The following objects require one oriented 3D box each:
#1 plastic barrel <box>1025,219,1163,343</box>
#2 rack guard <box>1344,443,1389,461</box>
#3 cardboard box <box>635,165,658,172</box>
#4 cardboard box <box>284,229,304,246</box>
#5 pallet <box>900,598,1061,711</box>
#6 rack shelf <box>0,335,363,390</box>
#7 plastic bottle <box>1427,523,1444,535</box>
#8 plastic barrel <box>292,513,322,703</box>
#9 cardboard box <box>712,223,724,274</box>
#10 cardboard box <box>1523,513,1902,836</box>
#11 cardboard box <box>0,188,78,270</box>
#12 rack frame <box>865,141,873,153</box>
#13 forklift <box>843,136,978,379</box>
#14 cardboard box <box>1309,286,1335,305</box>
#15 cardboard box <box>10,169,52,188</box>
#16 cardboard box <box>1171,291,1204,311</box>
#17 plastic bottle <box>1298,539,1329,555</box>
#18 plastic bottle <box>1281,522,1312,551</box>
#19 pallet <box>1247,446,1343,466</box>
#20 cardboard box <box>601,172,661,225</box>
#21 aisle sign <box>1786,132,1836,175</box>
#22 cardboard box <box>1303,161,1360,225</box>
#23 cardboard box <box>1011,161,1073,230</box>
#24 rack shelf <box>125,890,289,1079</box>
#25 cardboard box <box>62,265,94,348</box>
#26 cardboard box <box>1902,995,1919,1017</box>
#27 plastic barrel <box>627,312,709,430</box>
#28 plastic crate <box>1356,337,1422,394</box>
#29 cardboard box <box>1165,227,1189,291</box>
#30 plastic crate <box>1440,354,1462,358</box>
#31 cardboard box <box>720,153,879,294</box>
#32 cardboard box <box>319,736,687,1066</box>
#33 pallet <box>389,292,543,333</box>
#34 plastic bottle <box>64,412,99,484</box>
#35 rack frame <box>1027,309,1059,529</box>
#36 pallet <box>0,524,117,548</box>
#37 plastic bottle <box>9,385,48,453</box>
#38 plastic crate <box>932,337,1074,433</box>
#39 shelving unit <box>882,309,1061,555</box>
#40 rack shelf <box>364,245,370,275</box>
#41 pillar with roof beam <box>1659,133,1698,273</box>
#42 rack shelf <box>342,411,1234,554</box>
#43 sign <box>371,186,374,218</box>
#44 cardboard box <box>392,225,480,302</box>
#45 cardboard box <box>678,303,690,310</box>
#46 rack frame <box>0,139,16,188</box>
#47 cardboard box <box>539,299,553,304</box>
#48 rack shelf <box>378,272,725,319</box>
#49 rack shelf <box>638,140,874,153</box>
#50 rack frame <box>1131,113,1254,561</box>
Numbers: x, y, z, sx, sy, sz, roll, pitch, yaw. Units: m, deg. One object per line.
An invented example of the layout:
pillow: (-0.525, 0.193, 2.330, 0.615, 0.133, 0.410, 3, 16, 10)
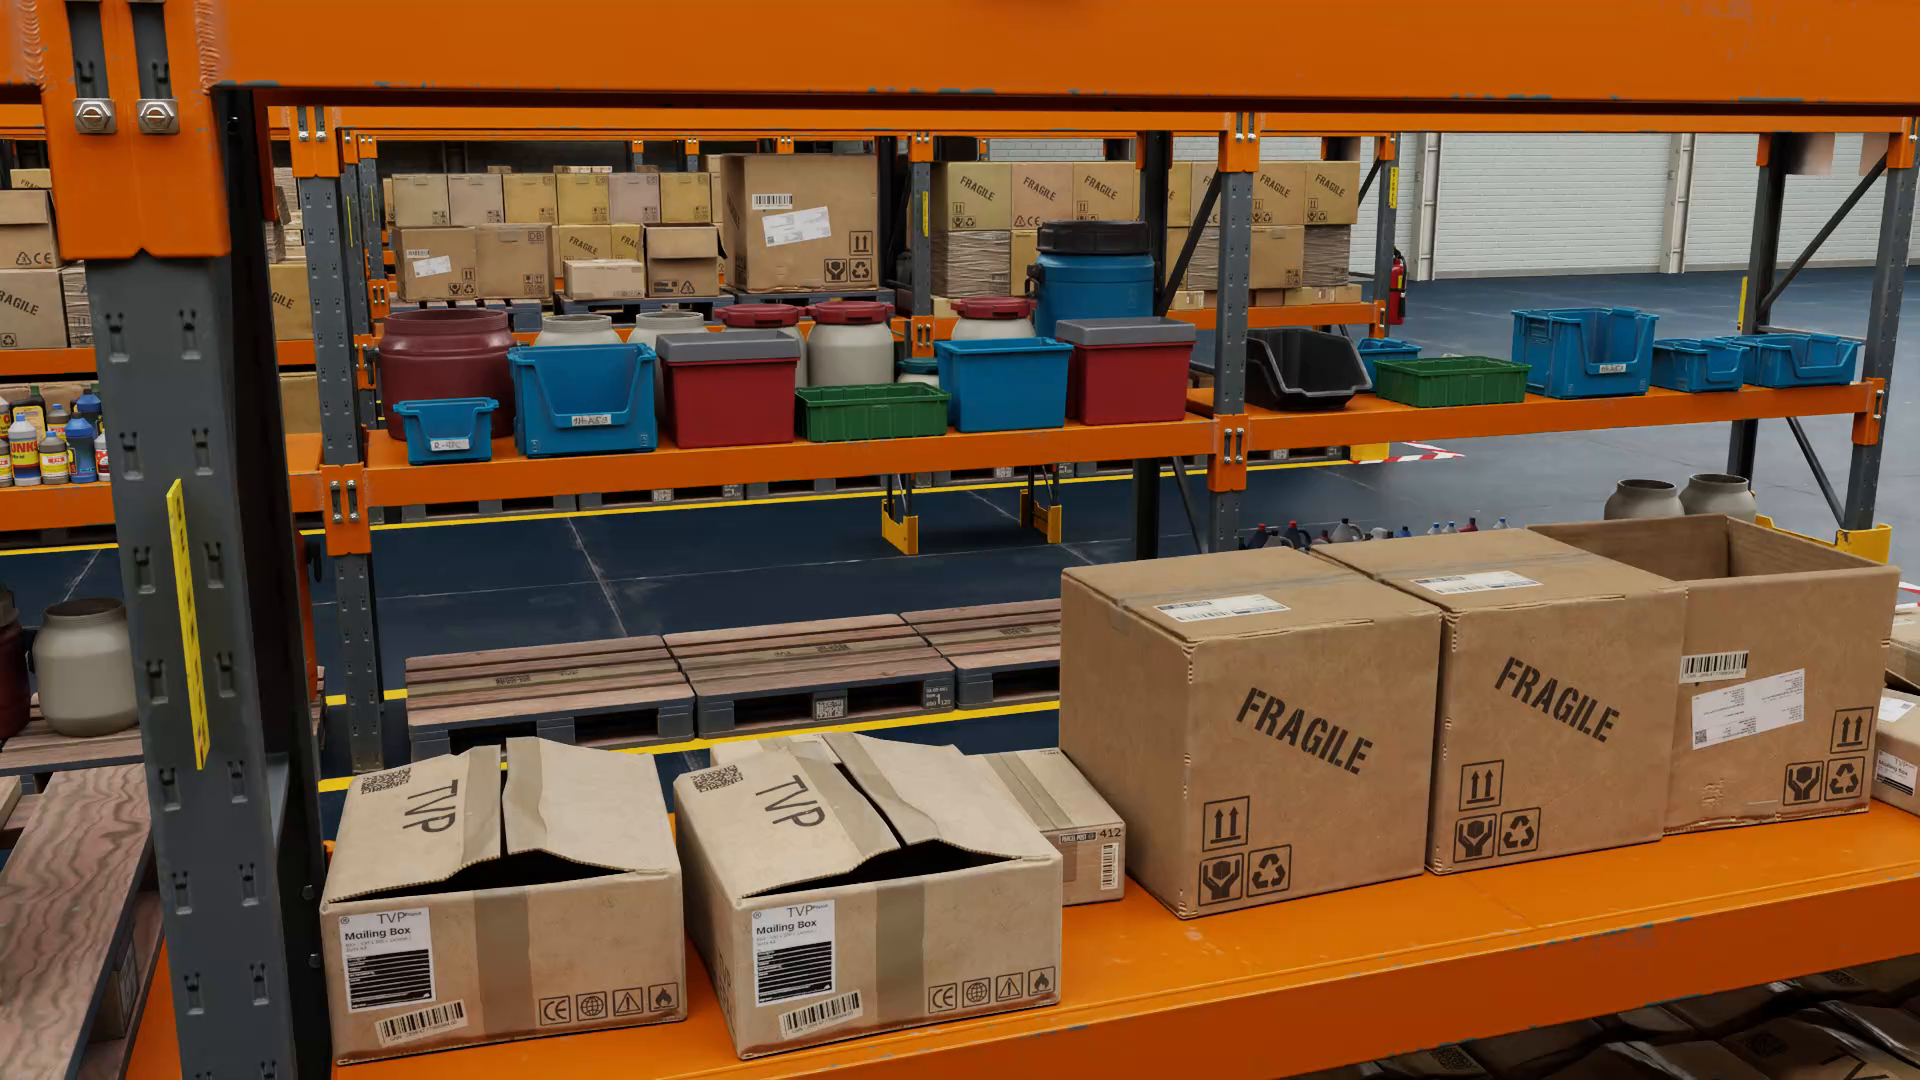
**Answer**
plastic barrel: (0.680, -1.160, 8.453, 0.708, 0.901, 0.600, -4, 14, -18)
rack guard: (3.283, -1.038, 14.426, 0.348, 0.500, 1.175, -4, 14, -18)
cardboard box: (-4.156, -4.894, 22.067, 0.250, 0.149, 0.380, -5, 14, -18)
cardboard box: (-6.289, -2.835, 15.571, 0.250, 0.149, 0.380, -4, 14, -16)
pallet: (0.411, 0.545, 8.395, 1.213, 0.211, 1.003, -4, 14, -18)
rack shelf: (-6.123, -1.171, 11.140, 4.000, 0.370, 1.077, -4, 14, -18)
plastic bottle: (2.697, 0.038, 9.445, 0.097, 0.271, 0.097, 0, 13, 0)
plastic barrel: (-3.106, 0.309, 7.146, 0.708, 0.830, 0.600, -4, 14, -18)
cardboard box: (-2.332, -3.011, 17.103, 0.500, 0.500, 0.500, -5, 14, -18)
cardboard box: (1.487, 0.252, 3.385, 0.500, 0.500, 0.500, -3, 14, -14)
cardboard box: (-6.178, -2.057, 10.924, 0.637, 0.503, 0.797, -4, 14, -16)
rack frame: (-1.393, -5.521, 27.873, 0.127, 3.000, 1.000, -4, 14, -18)
forklift: (-0.639, -2.496, 15.303, 3.031, 2.935, 1.130, -4, 14, -18)
cardboard box: (2.913, -2.053, 13.833, 0.250, 0.149, 0.380, -4, 14, -18)
cardboard box: (-10.671, -4.052, 19.318, 0.500, 0.500, 0.500, -4, 14, -17)
cardboard box: (1.762, -1.937, 13.348, 0.250, 0.149, 0.380, -4, 14, -18)
plastic bottle: (1.915, 0.139, 9.012, 0.135, 0.276, 0.152, -4, 14, -18)
plastic bottle: (1.843, 0.072, 9.133, 0.185, 0.351, 0.144, -5, 14, -21)
pallet: (2.501, -0.845, 14.239, 1.213, 0.211, 1.003, -4, 14, -18)
cardboard box: (-3.357, -3.481, 16.919, 0.500, 0.500, 0.700, -4, 14, -18)
aisle sign: (4.909, -2.507, 9.585, 0.004, 0.787, 0.394, -4, 14, -18)
cardboard box: (2.912, -2.844, 13.600, 0.500, 0.500, 0.500, -4, 14, -18)
cardboard box: (0.544, -2.659, 12.819, 0.500, 0.500, 0.500, -4, 14, -18)
rack shelf: (-2.967, 1.001, 2.005, 4.000, 0.370, 1.077, -4, 14, -18)
cardboard box: (-5.582, -1.552, 10.971, 0.500, 0.500, 0.500, -5, 14, -20)
cardboard box: (2.427, 1.162, 3.598, 0.500, 0.311, 0.500, -4, 14, -18)
plastic barrel: (-1.342, -0.791, 7.745, 0.421, 0.512, 0.421, 0, 13, 0)
plastic crate: (2.105, -0.947, 8.963, 0.616, 0.251, 0.499, -4, 14, -18)
cardboard box: (1.424, -2.293, 13.443, 0.500, 0.500, 0.875, -4, 14, -18)
plastic crate: (2.601, -0.925, 9.120, 0.437, 0.136, 0.530, -4, 14, -18)
cardboard box: (-1.234, -2.433, 12.683, 1.000, 1.000, 1.000, -4, 14, -18)
cardboard box: (-0.713, 0.530, 2.625, 0.500, 0.311, 0.500, -4, 14, -15)
pallet: (-3.586, -1.652, 12.019, 1.003, 0.211, 1.213, -4, 14, -18)
plastic bottle: (-3.414, -0.361, 6.456, 0.097, 0.271, 0.097, 0, 13, 0)
rack frame: (0.563, -0.773, 11.153, 0.032, 1.500, 0.500, -4, 14, -18)
pallet: (-6.153, -0.182, 11.450, 1.213, 0.211, 1.003, -4, 14, -18)
plastic bottle: (-3.960, -0.514, 7.073, 0.133, 0.283, 0.061, -4, 14, -18)
plastic crate: (0.197, -0.721, 7.725, 0.575, 0.384, 0.392, -4, 14, -18)
shelving unit: (0.072, -0.735, 10.993, 1.083, 1.500, 0.587, -4, 14, -18)
rack shelf: (-9.284, -3.345, 20.278, 4.000, 0.370, 1.077, -4, 14, -18)
pillar with roof beam: (16.093, -8.970, 29.409, 0.400, 9.000, 9.100, -4, 14, -18)
rack shelf: (-0.752, -0.380, 7.815, 4.000, 0.370, 1.077, -4, 14, -18)
sign: (-5.532, -3.171, 15.660, 0.005, 0.325, 0.100, -4, 14, -18)
cardboard box: (-3.729, -1.971, 11.822, 0.500, 0.500, 0.500, -6, 15, -25)
cardboard box: (-2.482, -2.104, 17.460, 0.750, 0.750, 1.050, -5, 14, -18)
rack frame: (-11.179, -3.547, 19.574, 0.127, 3.000, 1.000, -4, 14, -18)
cardboard box: (-5.432, -2.919, 21.703, 0.625, 0.372, 0.950, -4, 14, -16)
rack shelf: (-3.818, -2.562, 16.986, 4.000, 0.370, 1.077, -4, 14, -18)
rack shelf: (-3.288, -6.483, 26.989, 4.000, 0.370, 1.077, -4, 14, -18)
rack frame: (1.143, -0.878, 8.352, 0.127, 3.000, 1.000, -4, 14, -18)
